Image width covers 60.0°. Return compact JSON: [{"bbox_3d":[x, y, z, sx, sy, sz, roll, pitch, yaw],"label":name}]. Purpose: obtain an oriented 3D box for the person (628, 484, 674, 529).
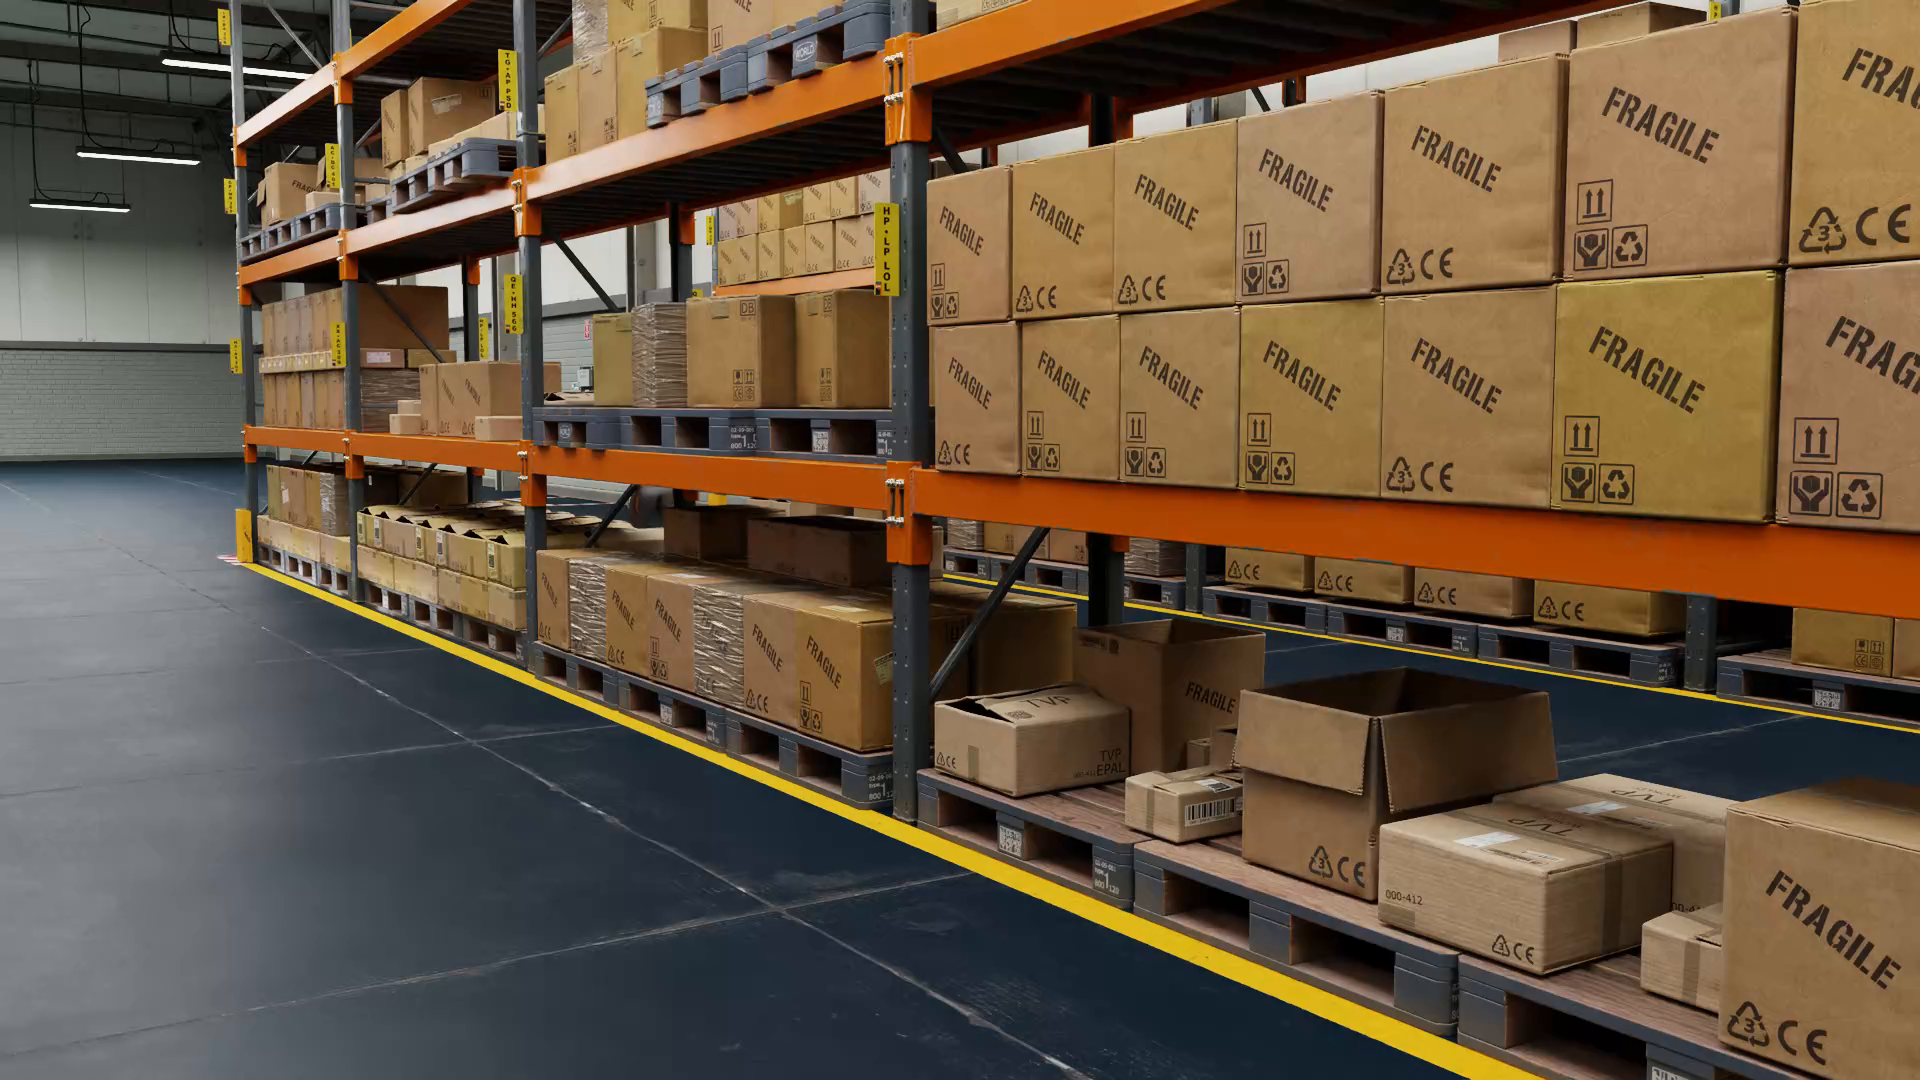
[{"bbox_3d":[-2.438,-0.413,13.342,0.484,1.644,0.999,-3,6,-30],"label":"person"}]
